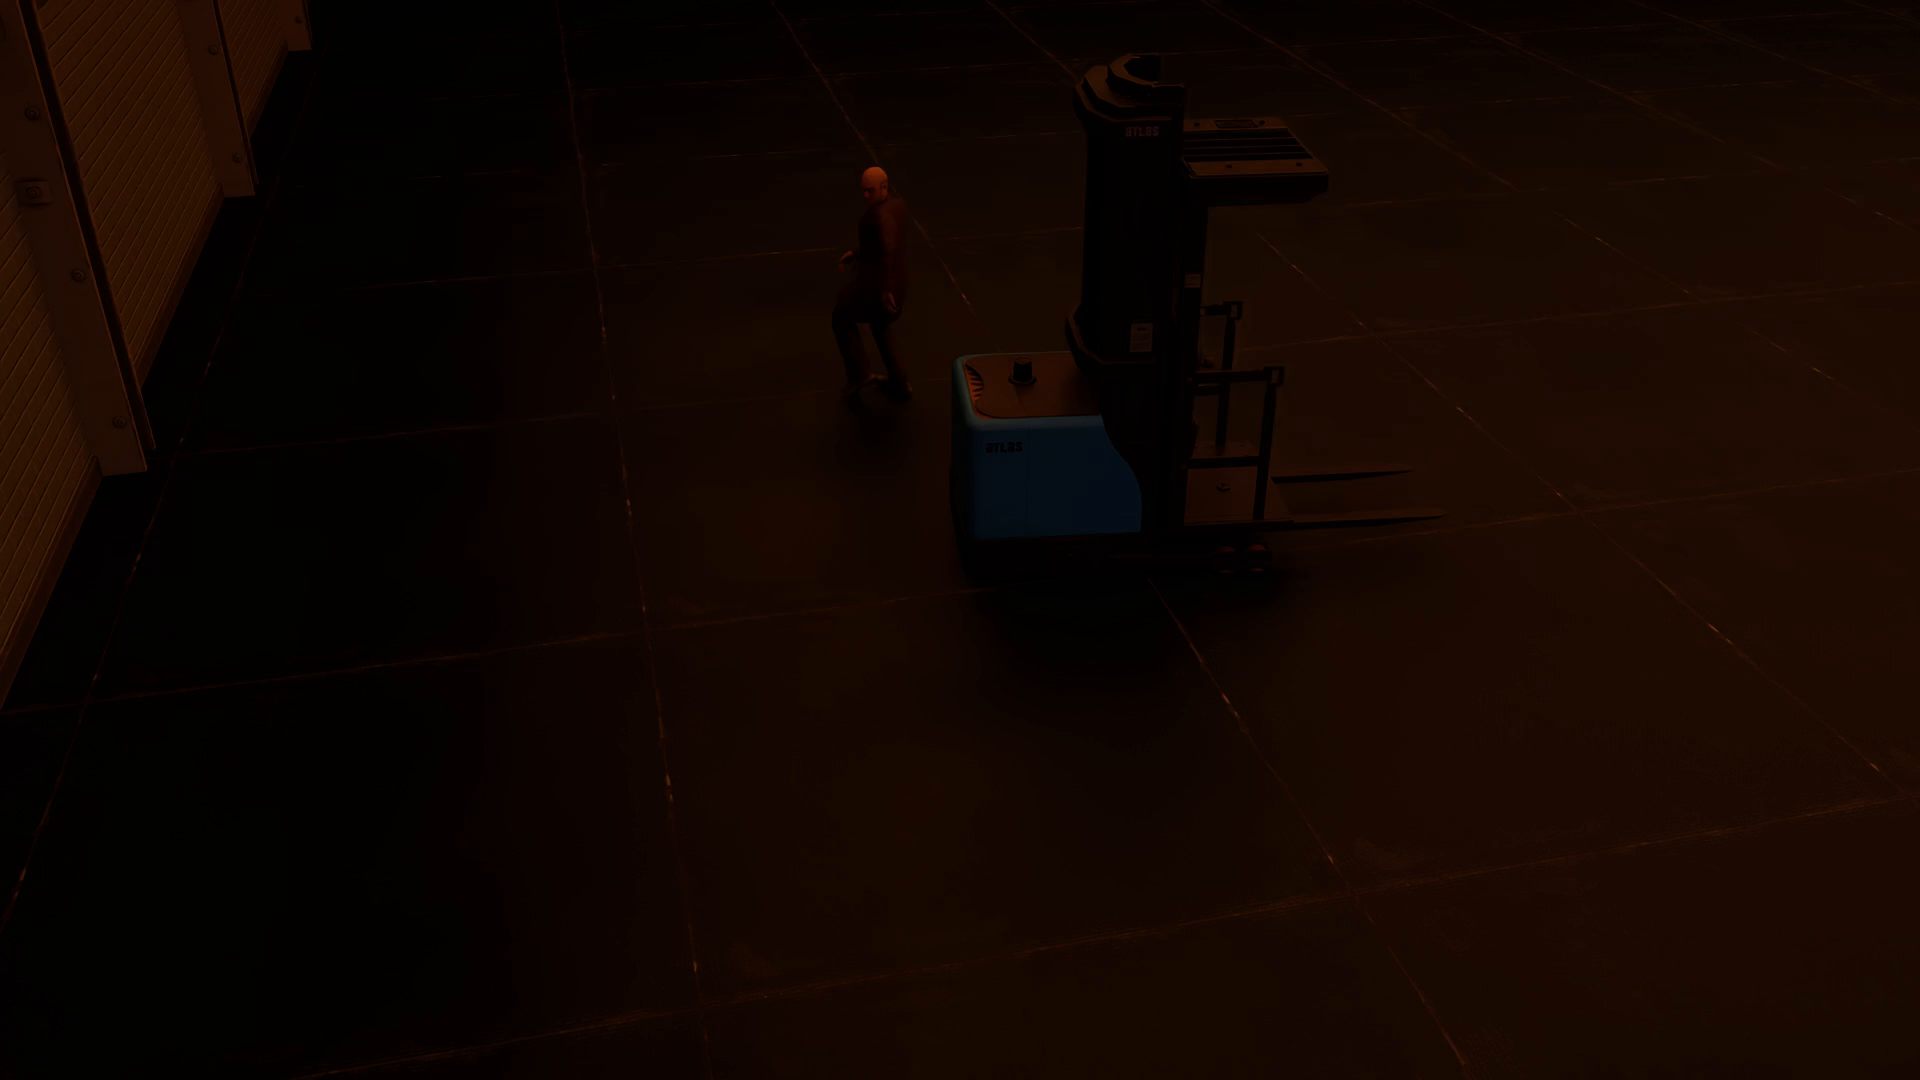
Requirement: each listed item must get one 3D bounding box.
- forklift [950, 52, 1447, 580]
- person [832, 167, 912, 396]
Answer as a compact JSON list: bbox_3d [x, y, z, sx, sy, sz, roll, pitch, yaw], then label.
[{"bbox_3d":[1.484,-1.324,9.862,3.031,2.935,1.130,-3,30,-5],"label":"forklift"},{"bbox_3d":[-0.587,-1.816,11.988,0.799,1.764,0.728,19,35,30],"label":"person"}]
